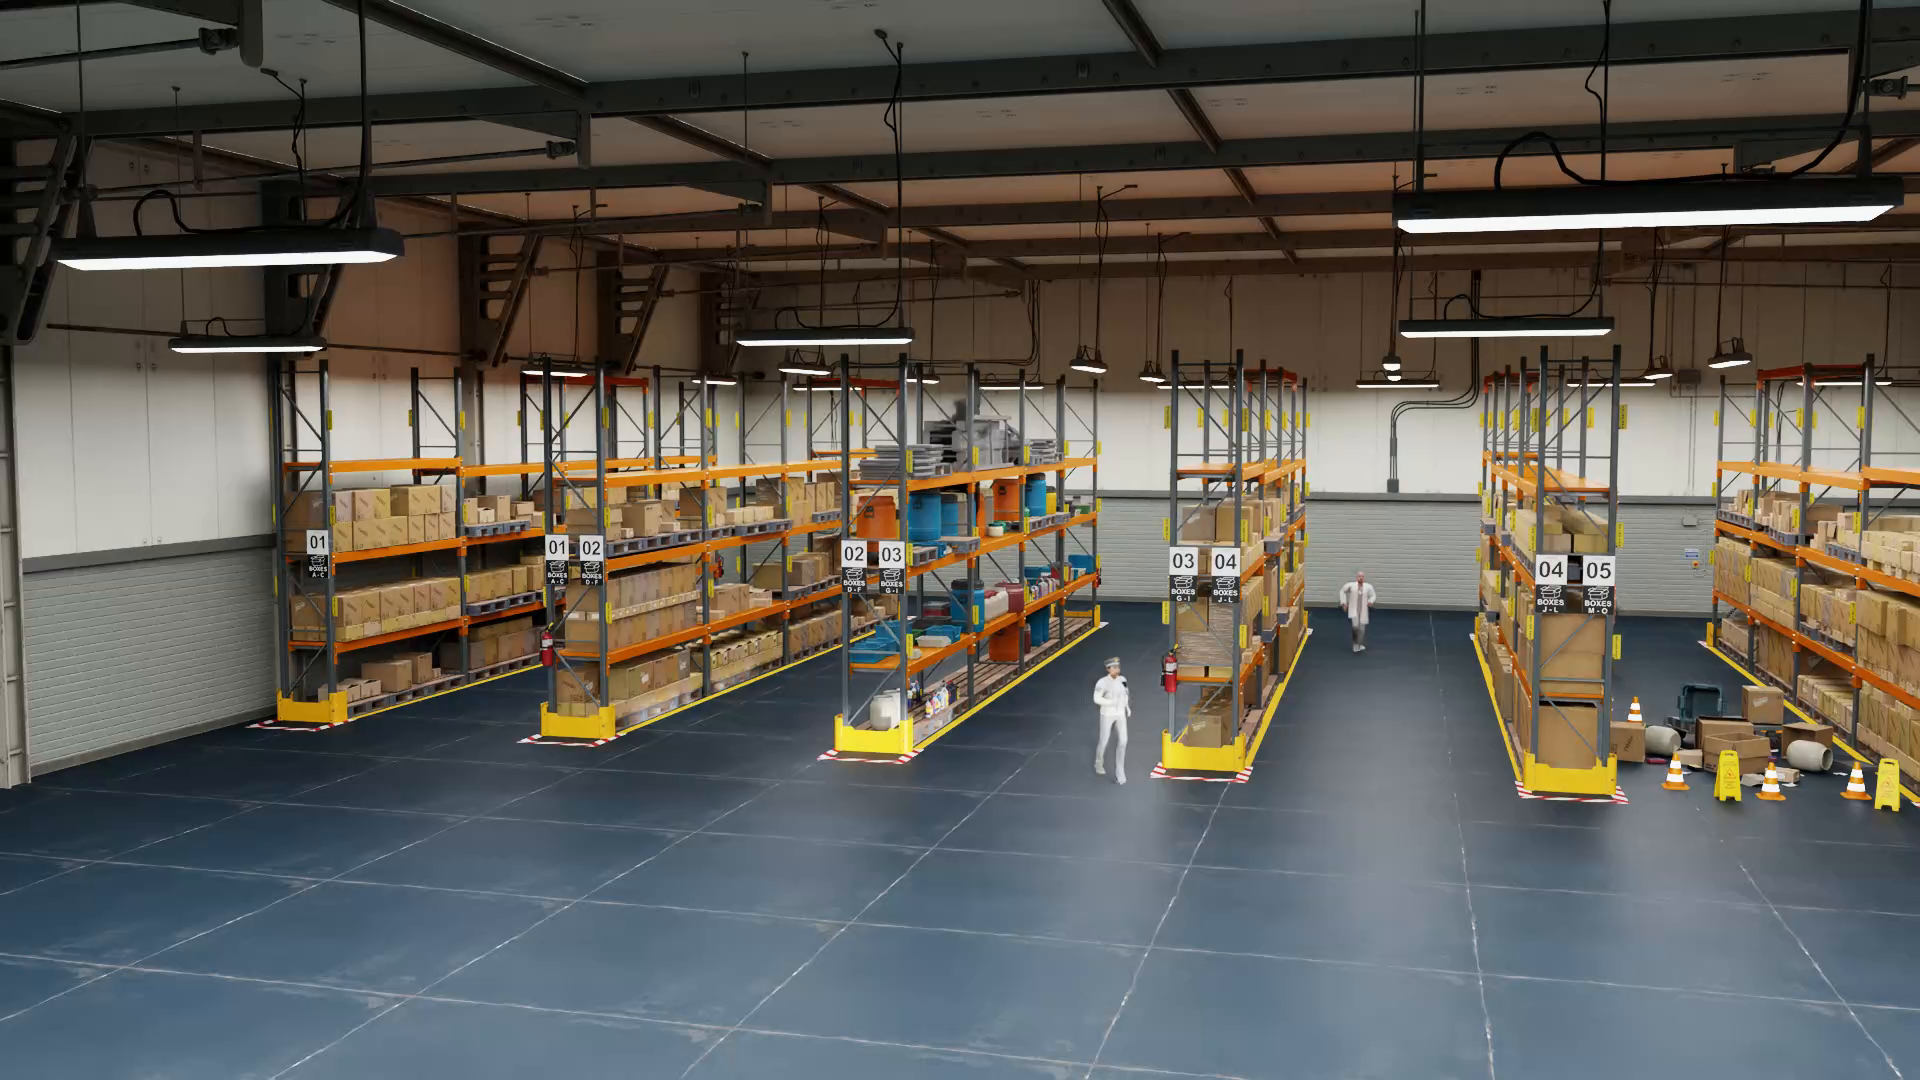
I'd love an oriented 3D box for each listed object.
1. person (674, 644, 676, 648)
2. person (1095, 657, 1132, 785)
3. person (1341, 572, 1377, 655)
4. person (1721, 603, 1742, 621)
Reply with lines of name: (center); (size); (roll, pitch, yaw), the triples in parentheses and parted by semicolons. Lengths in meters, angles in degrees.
person: (-6.062, 1.699, 34.785); (0.589, 1.723, 0.725); (1, 4, 13)
person: (2.143, 2.485, 23.131); (0.613, 1.737, 0.760); (-1, 4, -18)
person: (8.594, 1.565, 35.839); (0.742, 1.792, 0.822); (0, 4, 6)
person: (17.594, 1.484, 37.825); (0.480, 1.635, 0.640); (4, 6, 42)
